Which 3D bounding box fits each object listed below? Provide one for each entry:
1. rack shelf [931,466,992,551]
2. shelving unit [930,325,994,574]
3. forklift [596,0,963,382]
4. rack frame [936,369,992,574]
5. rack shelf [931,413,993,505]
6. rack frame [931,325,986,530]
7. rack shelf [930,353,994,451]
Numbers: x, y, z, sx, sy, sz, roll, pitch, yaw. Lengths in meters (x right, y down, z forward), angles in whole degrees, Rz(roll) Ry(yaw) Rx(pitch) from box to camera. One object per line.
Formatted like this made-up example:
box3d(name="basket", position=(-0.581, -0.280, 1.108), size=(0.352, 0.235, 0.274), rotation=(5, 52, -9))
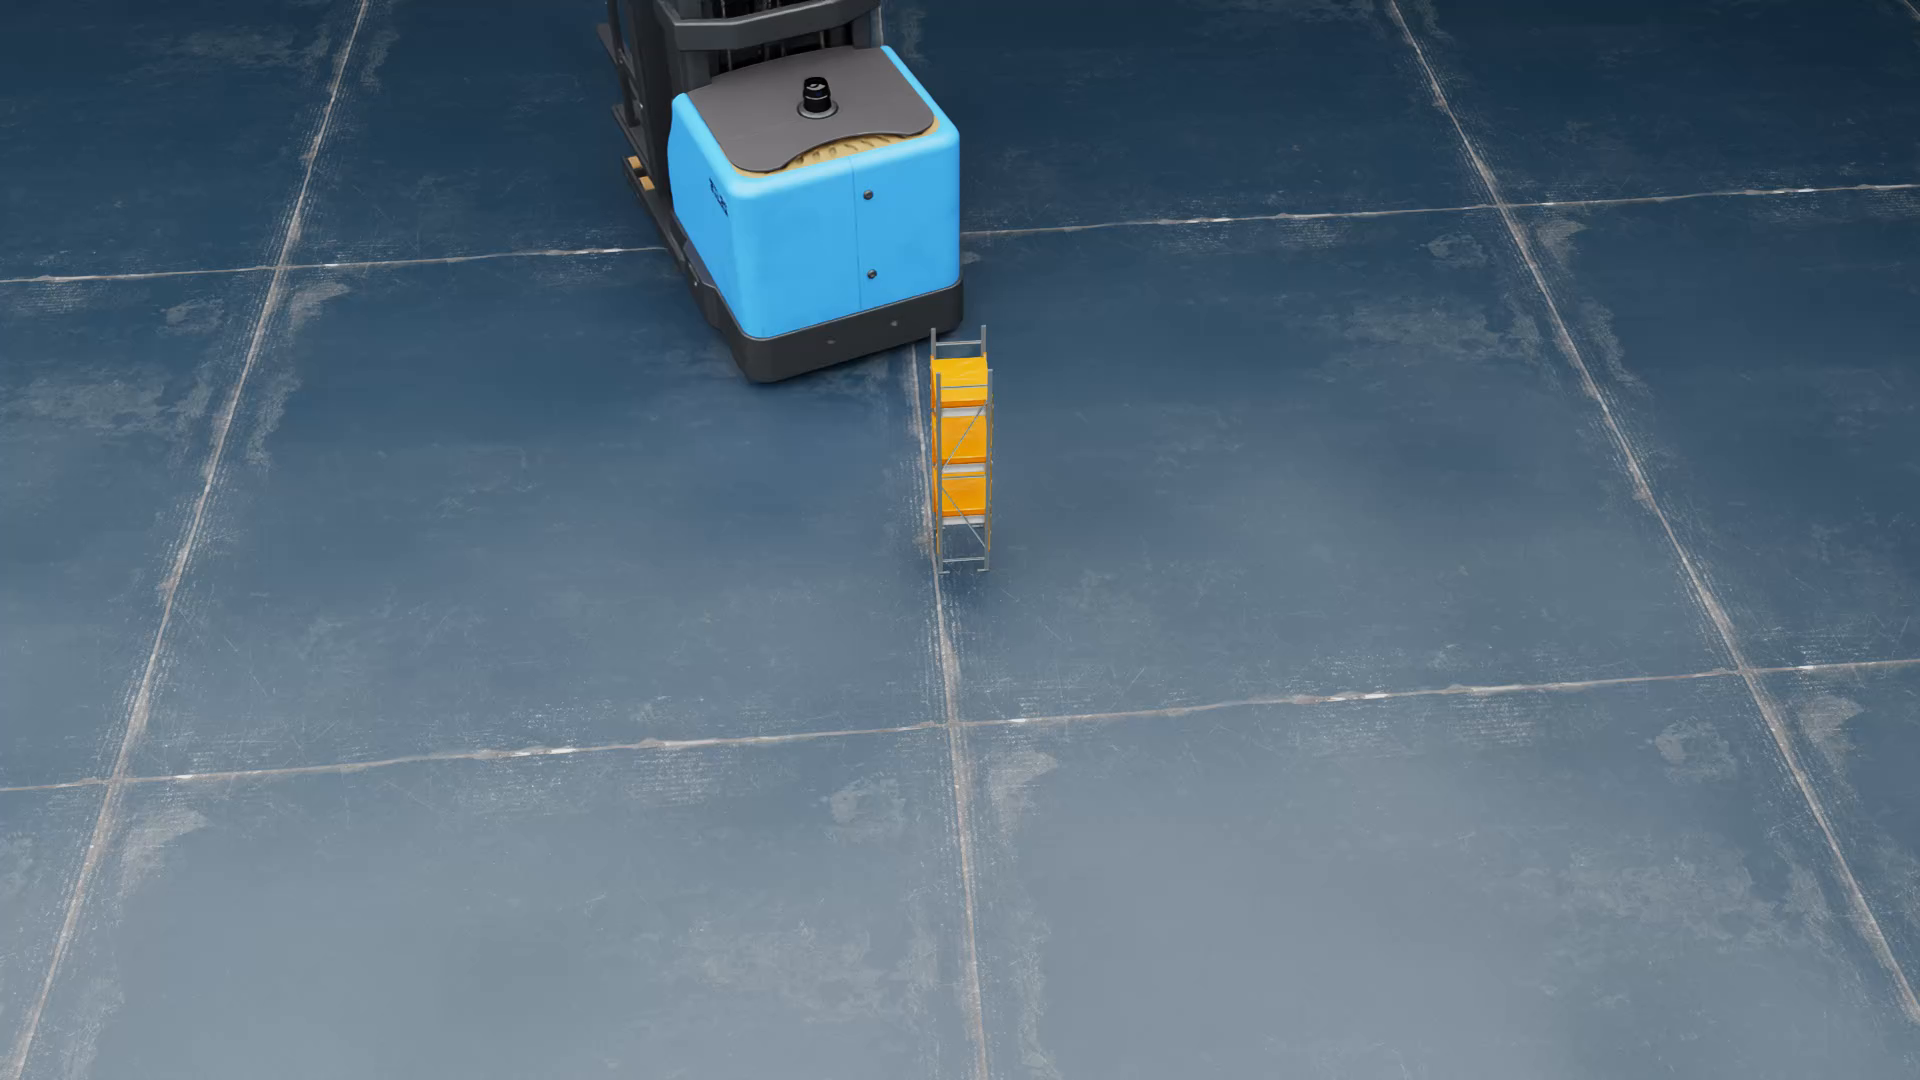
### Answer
box3d(name="rack shelf", position=(0.004, -0.124, 6.542), size=(0.215, 0.259, 0.240), rotation=(-3, 47, -3))
box3d(name="shelving unit", position=(0.004, -0.322, 6.332), size=(0.215, 1.050, 0.252), rotation=(-3, 47, -3))
box3d(name="forklift", position=(-1.058, -2.783, 7.367), size=(1.130, 2.935, 3.031), rotation=(-18, 49, -17))
box3d(name="rack frame", position=(0.015, -0.234, 6.249), size=(0.200, 1.050, 0.008), rotation=(-3, 47, -3))
box3d(name="rack shelf", position=(0.004, -0.315, 6.340), size=(0.215, 0.259, 0.240), rotation=(-3, 47, -3))
box3d(name="rack frame", position=(-0.006, -0.411, 6.416), size=(0.200, 1.050, 0.008), rotation=(-3, 47, -3))
box3d(name="rack shelf", position=(0.004, -0.510, 6.134), size=(0.215, 0.259, 0.240), rotation=(-3, 47, -3))
